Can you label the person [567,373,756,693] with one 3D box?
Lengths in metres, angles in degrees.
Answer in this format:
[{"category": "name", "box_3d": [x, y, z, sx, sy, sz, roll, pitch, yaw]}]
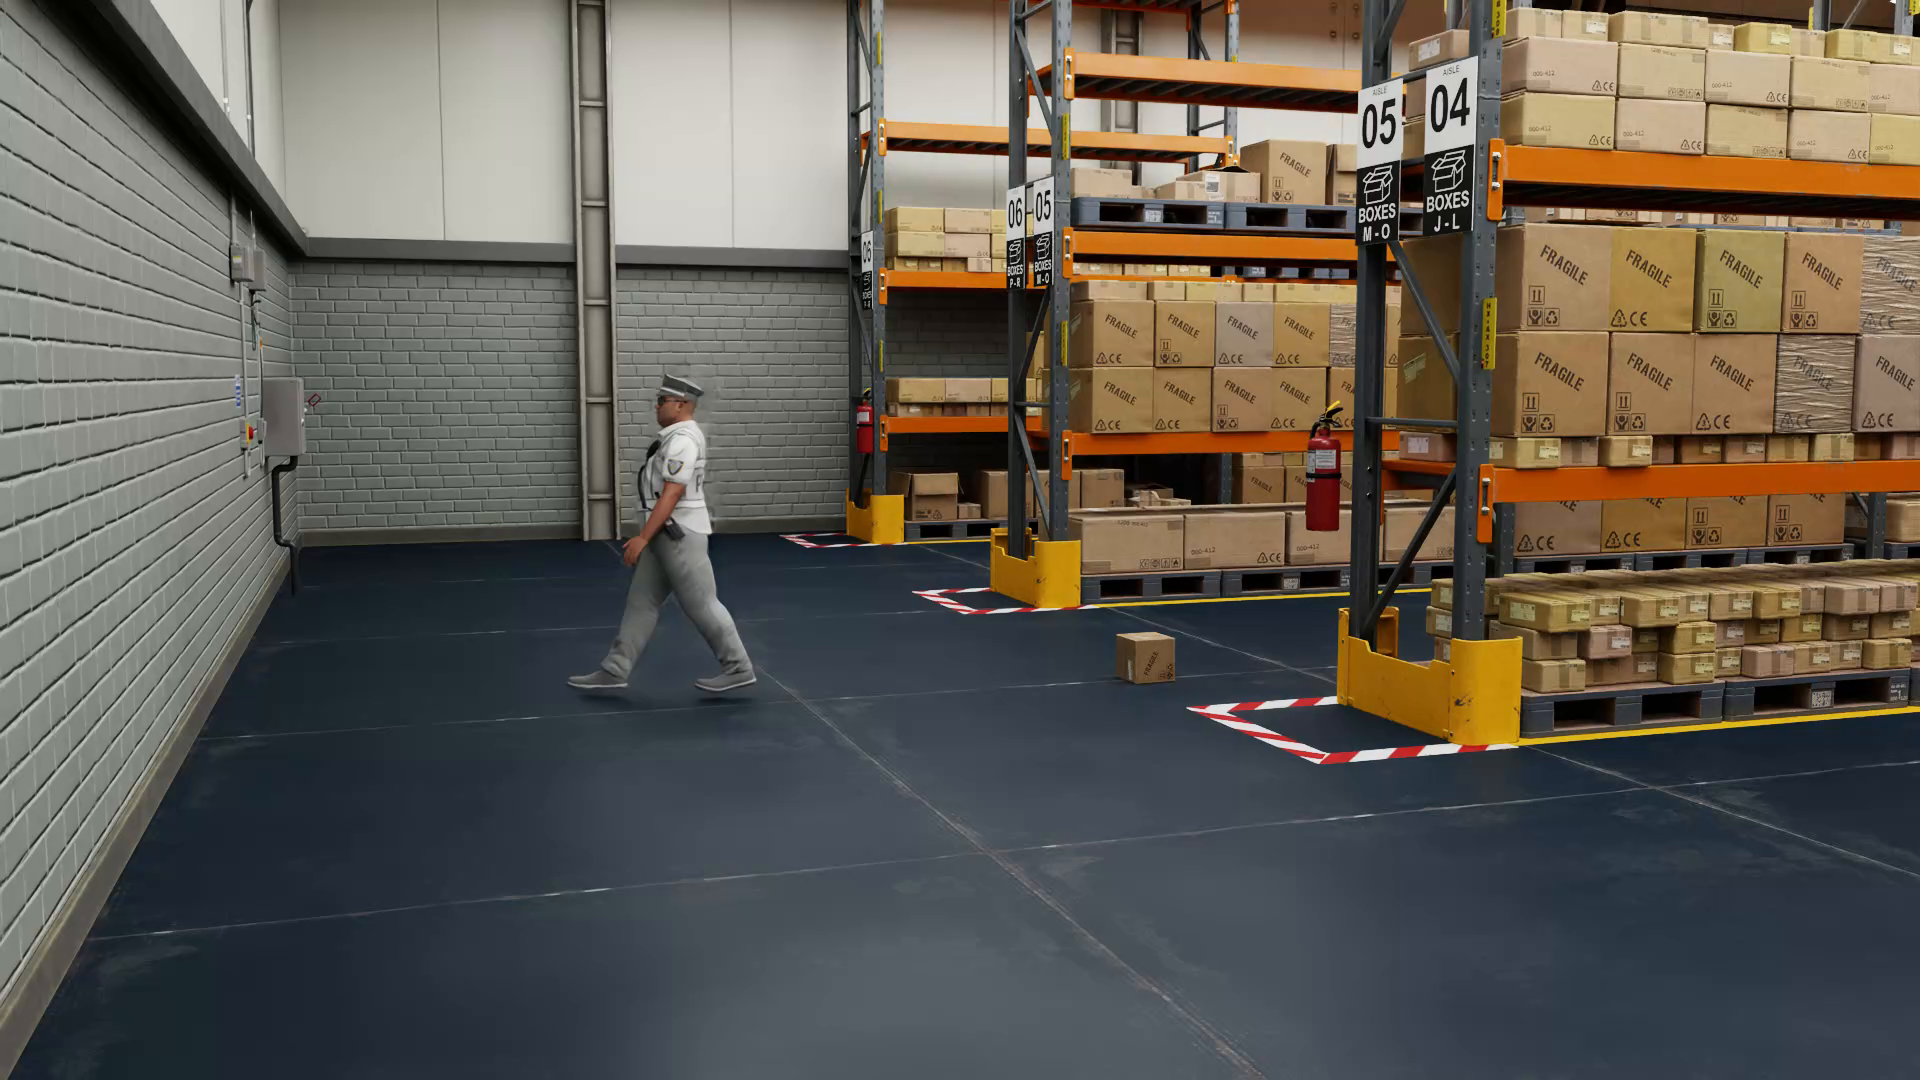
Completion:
[{"category": "person", "box_3d": [-1.612, -0.035, 8.905, 1.009, 1.713, 0.572, -1, 6, -11]}]
